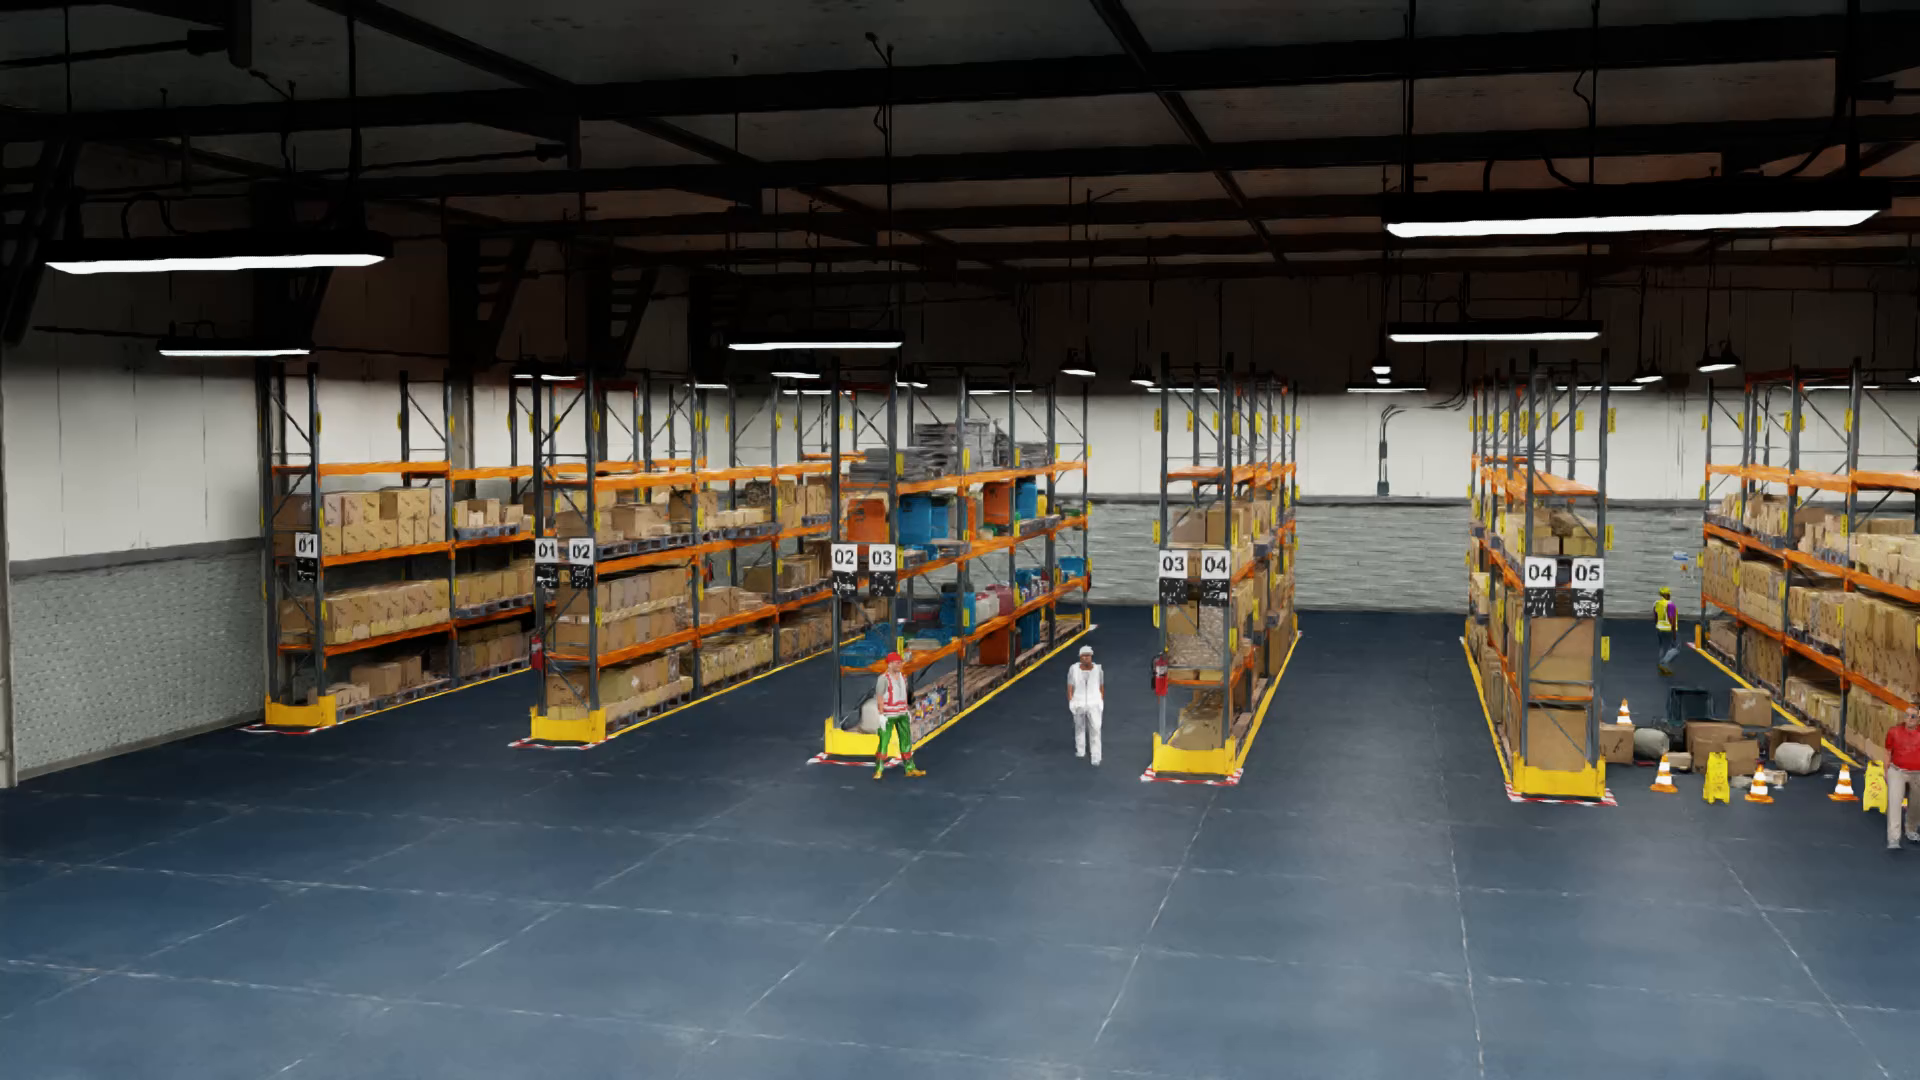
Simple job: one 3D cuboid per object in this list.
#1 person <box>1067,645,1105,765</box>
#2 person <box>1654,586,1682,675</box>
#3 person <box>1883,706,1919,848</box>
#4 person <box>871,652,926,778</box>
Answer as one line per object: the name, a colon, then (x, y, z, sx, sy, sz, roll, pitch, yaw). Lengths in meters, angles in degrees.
person: (1.848, 2.407, 24.498, 0.554, 1.724, 1.029, 0, 4, 7)
person: (14.015, 1.798, 33.003, 0.456, 1.762, 0.607, -1, 4, -14)
person: (11.197, 2.775, 19.598, 0.535, 1.657, 1.011, 2, 4, 24)
person: (-0.898, 2.451, 23.402, 0.710, 1.784, 0.529, -3, 5, -39)
